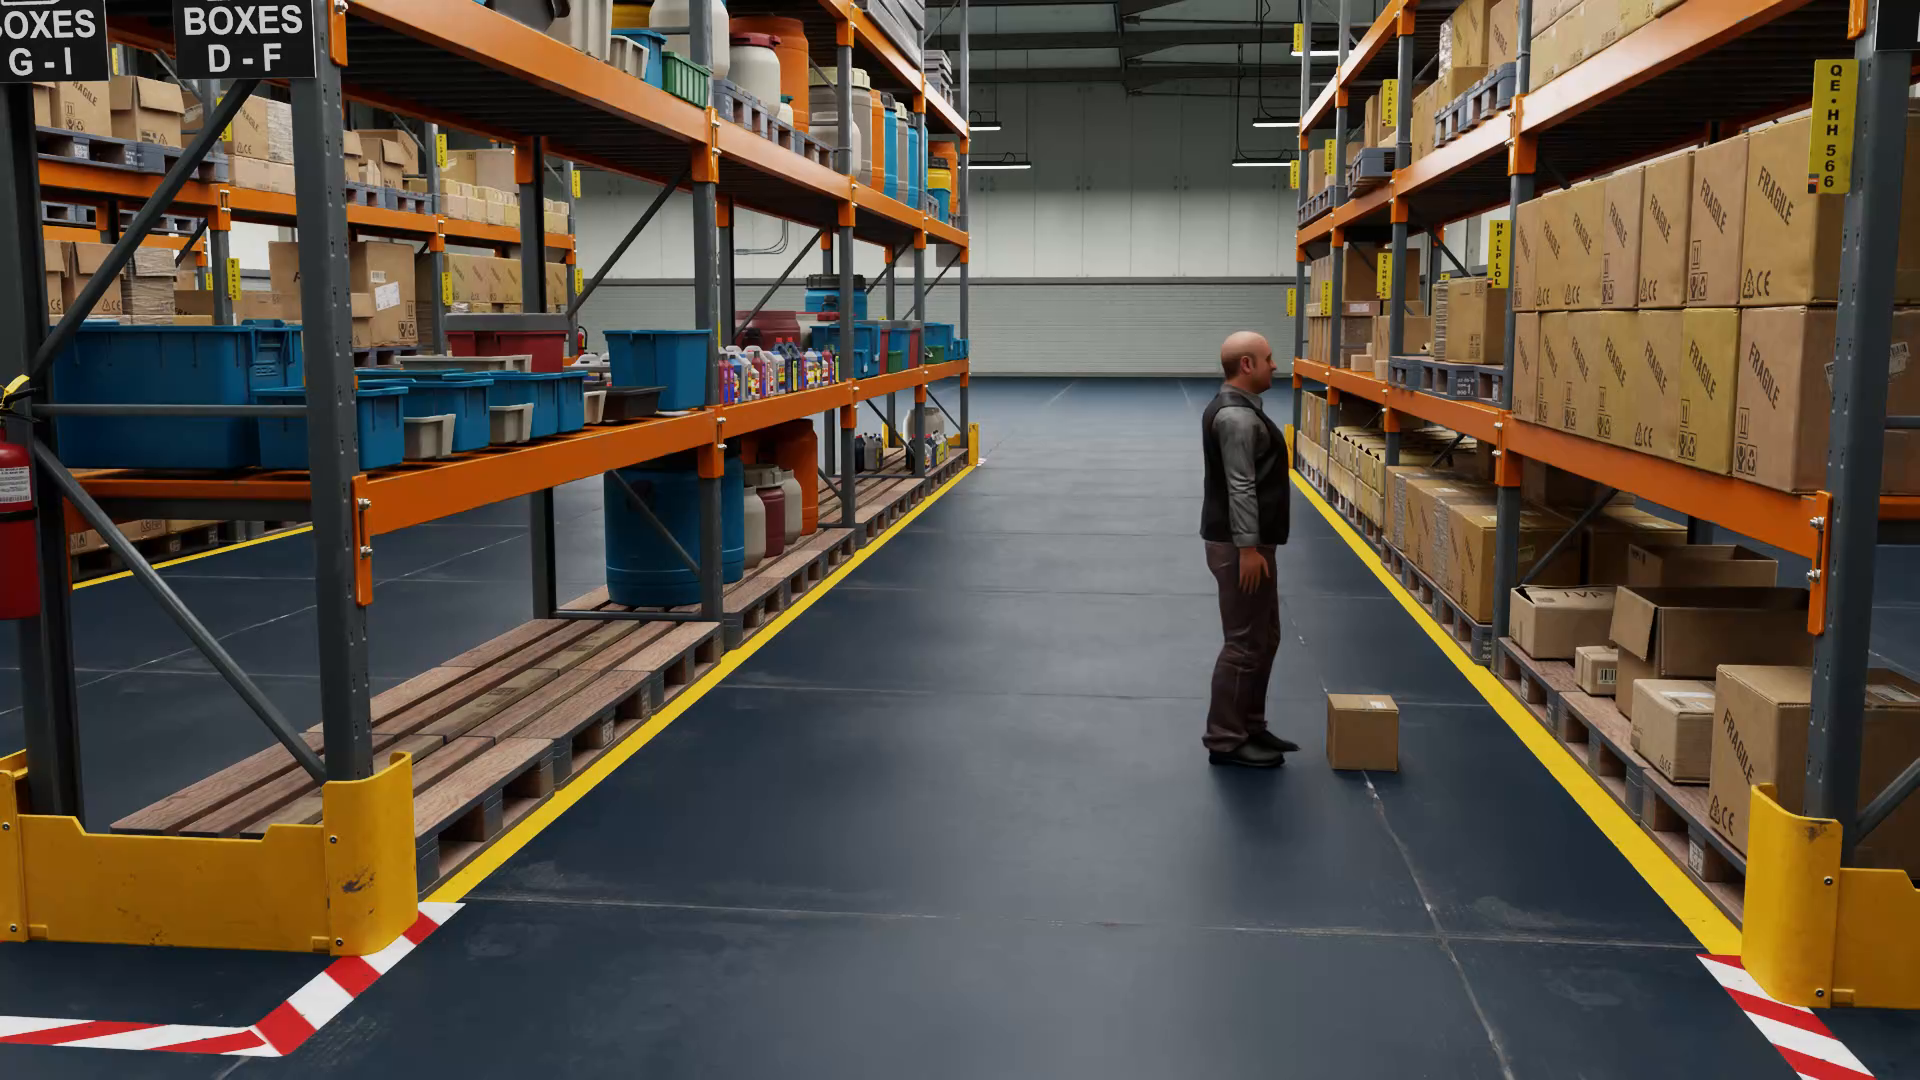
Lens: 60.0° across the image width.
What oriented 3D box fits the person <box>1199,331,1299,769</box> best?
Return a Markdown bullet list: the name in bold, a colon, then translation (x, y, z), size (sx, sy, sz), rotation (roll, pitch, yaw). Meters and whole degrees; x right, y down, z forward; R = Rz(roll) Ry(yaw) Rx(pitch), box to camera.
- **person**: translation (1.172, 0.047, 6.624), size (0.431, 1.745, 0.555), rotation (1, 8, 6)
